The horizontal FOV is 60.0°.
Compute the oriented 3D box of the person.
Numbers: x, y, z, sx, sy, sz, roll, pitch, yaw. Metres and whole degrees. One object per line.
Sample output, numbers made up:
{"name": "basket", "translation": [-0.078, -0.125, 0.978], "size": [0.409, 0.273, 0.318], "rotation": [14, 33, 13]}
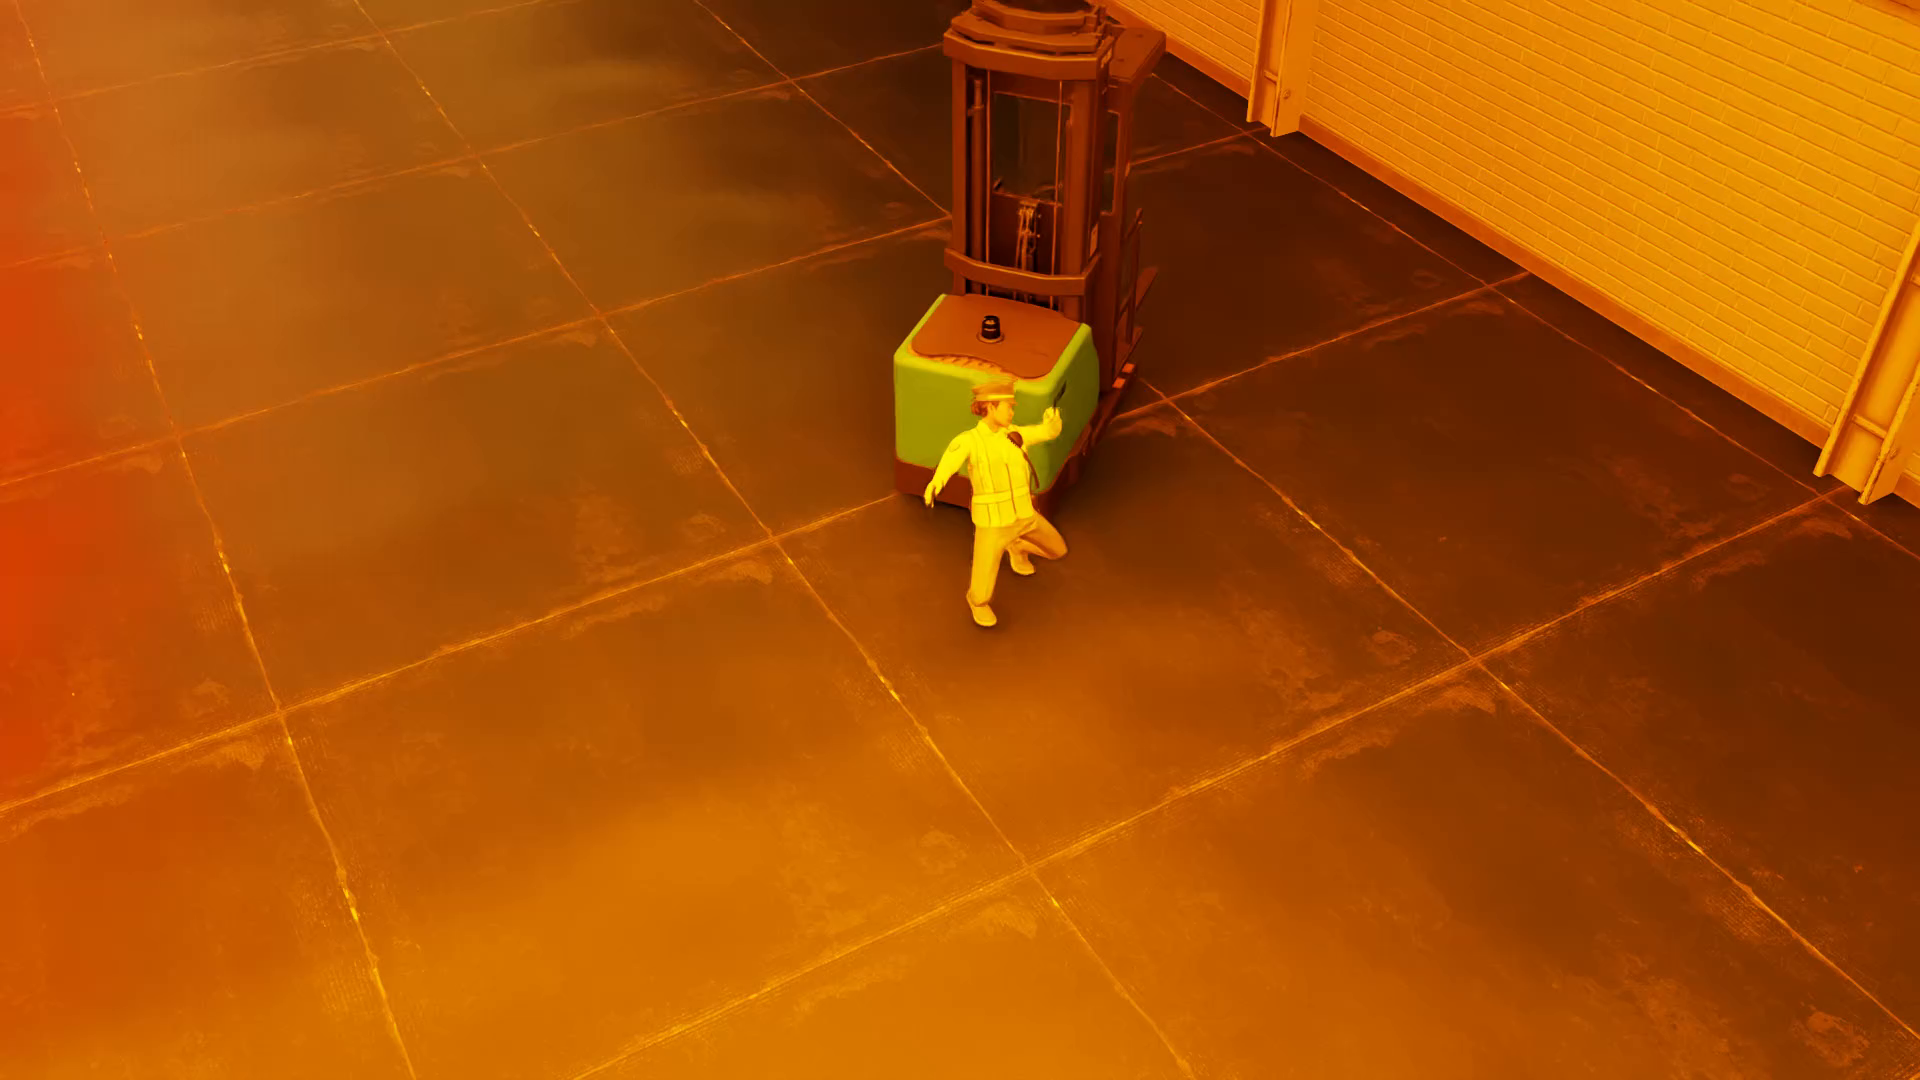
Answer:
{"name": "person", "translation": [0.090, -0.168, 9.322], "size": [0.979, 1.511, 0.698], "rotation": [-26, 46, -28]}

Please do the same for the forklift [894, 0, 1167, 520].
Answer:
{"name": "forklift", "translation": [0.602, -2.173, 10.656], "size": [1.130, 2.935, 3.031], "rotation": [14, 42, 17]}
